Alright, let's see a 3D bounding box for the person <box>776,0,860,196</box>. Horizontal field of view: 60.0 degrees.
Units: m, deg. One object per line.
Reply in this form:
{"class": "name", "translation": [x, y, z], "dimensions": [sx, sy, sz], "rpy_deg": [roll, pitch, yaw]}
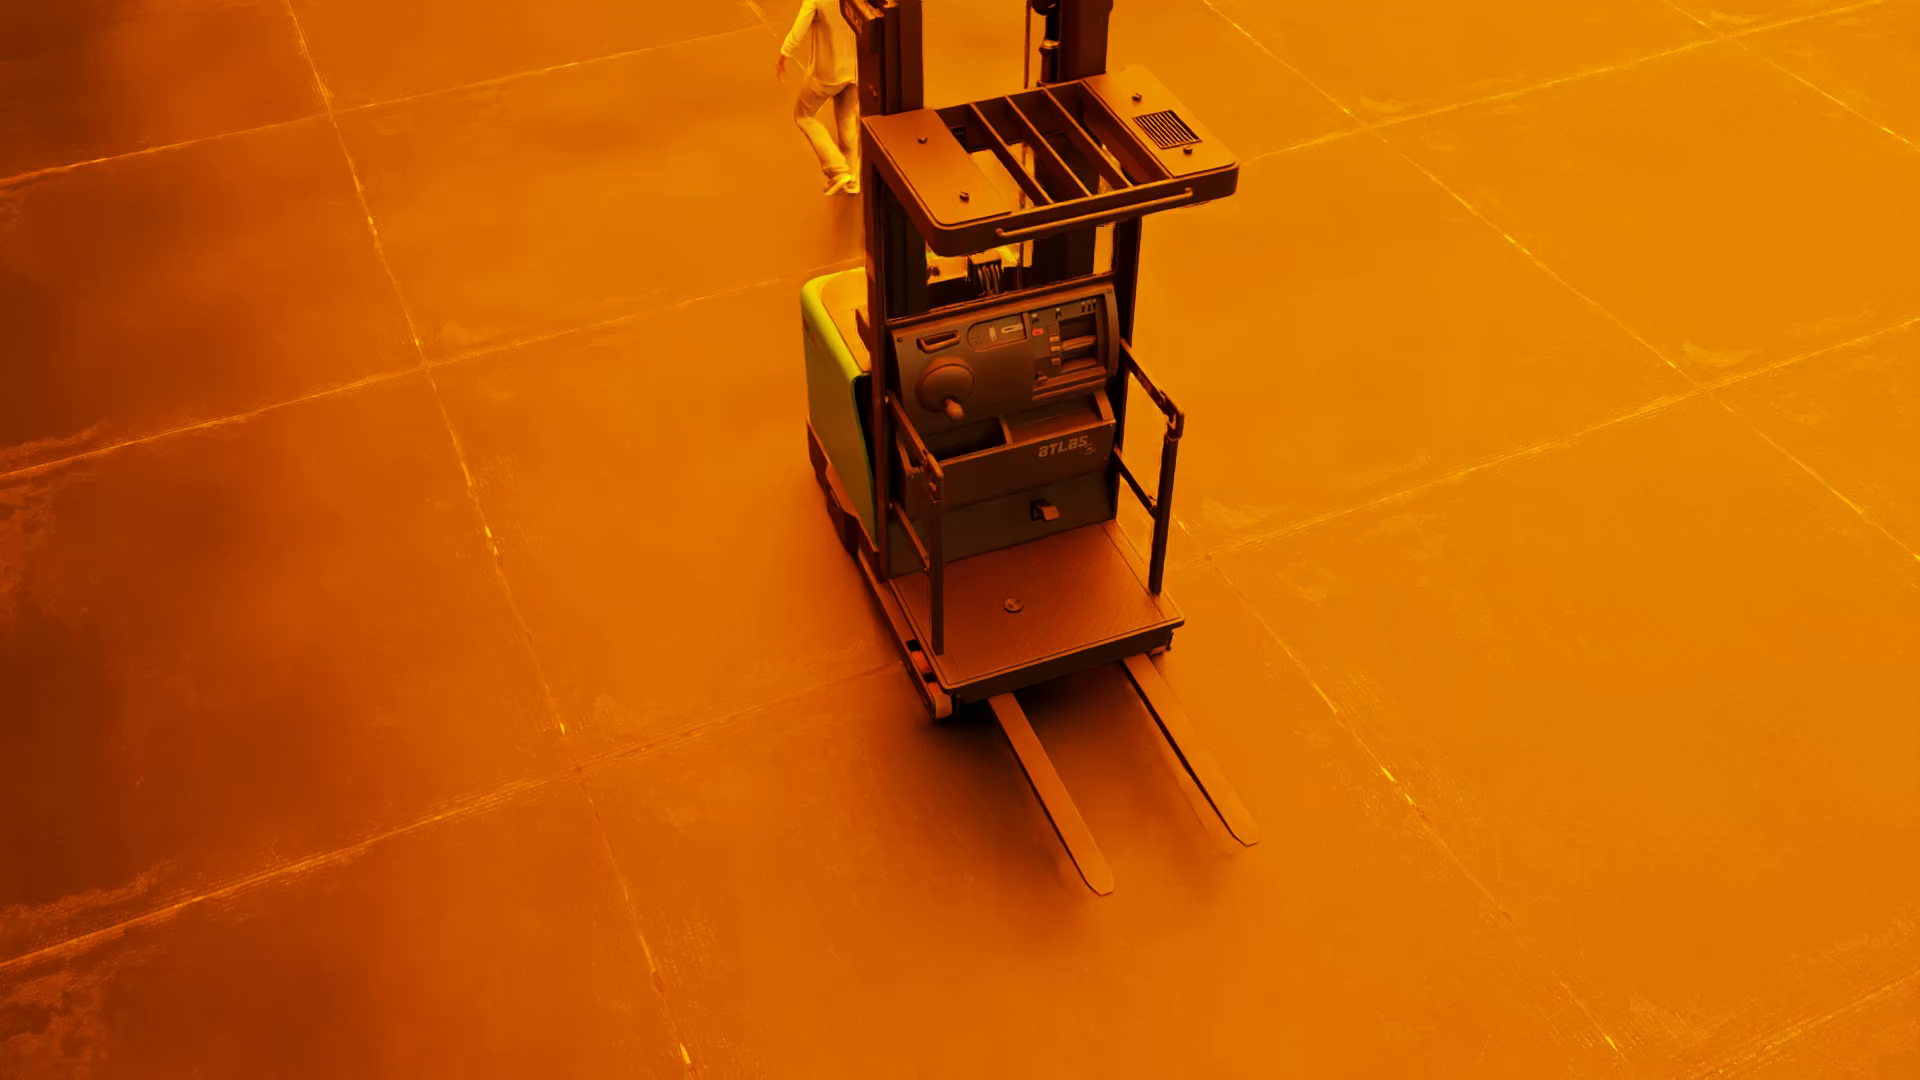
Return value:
{"class": "person", "translation": [-0.705, -2.673, 9.540], "dimensions": [0.600, 1.578, 0.444], "rpy_deg": [-25, 48, -24]}

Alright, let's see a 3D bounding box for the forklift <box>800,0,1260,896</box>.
{"class": "forklift", "translation": [0.270, -0.647, 6.373], "dimensions": [1.130, 2.935, 3.031], "rpy_deg": [-15, 45, -16]}
